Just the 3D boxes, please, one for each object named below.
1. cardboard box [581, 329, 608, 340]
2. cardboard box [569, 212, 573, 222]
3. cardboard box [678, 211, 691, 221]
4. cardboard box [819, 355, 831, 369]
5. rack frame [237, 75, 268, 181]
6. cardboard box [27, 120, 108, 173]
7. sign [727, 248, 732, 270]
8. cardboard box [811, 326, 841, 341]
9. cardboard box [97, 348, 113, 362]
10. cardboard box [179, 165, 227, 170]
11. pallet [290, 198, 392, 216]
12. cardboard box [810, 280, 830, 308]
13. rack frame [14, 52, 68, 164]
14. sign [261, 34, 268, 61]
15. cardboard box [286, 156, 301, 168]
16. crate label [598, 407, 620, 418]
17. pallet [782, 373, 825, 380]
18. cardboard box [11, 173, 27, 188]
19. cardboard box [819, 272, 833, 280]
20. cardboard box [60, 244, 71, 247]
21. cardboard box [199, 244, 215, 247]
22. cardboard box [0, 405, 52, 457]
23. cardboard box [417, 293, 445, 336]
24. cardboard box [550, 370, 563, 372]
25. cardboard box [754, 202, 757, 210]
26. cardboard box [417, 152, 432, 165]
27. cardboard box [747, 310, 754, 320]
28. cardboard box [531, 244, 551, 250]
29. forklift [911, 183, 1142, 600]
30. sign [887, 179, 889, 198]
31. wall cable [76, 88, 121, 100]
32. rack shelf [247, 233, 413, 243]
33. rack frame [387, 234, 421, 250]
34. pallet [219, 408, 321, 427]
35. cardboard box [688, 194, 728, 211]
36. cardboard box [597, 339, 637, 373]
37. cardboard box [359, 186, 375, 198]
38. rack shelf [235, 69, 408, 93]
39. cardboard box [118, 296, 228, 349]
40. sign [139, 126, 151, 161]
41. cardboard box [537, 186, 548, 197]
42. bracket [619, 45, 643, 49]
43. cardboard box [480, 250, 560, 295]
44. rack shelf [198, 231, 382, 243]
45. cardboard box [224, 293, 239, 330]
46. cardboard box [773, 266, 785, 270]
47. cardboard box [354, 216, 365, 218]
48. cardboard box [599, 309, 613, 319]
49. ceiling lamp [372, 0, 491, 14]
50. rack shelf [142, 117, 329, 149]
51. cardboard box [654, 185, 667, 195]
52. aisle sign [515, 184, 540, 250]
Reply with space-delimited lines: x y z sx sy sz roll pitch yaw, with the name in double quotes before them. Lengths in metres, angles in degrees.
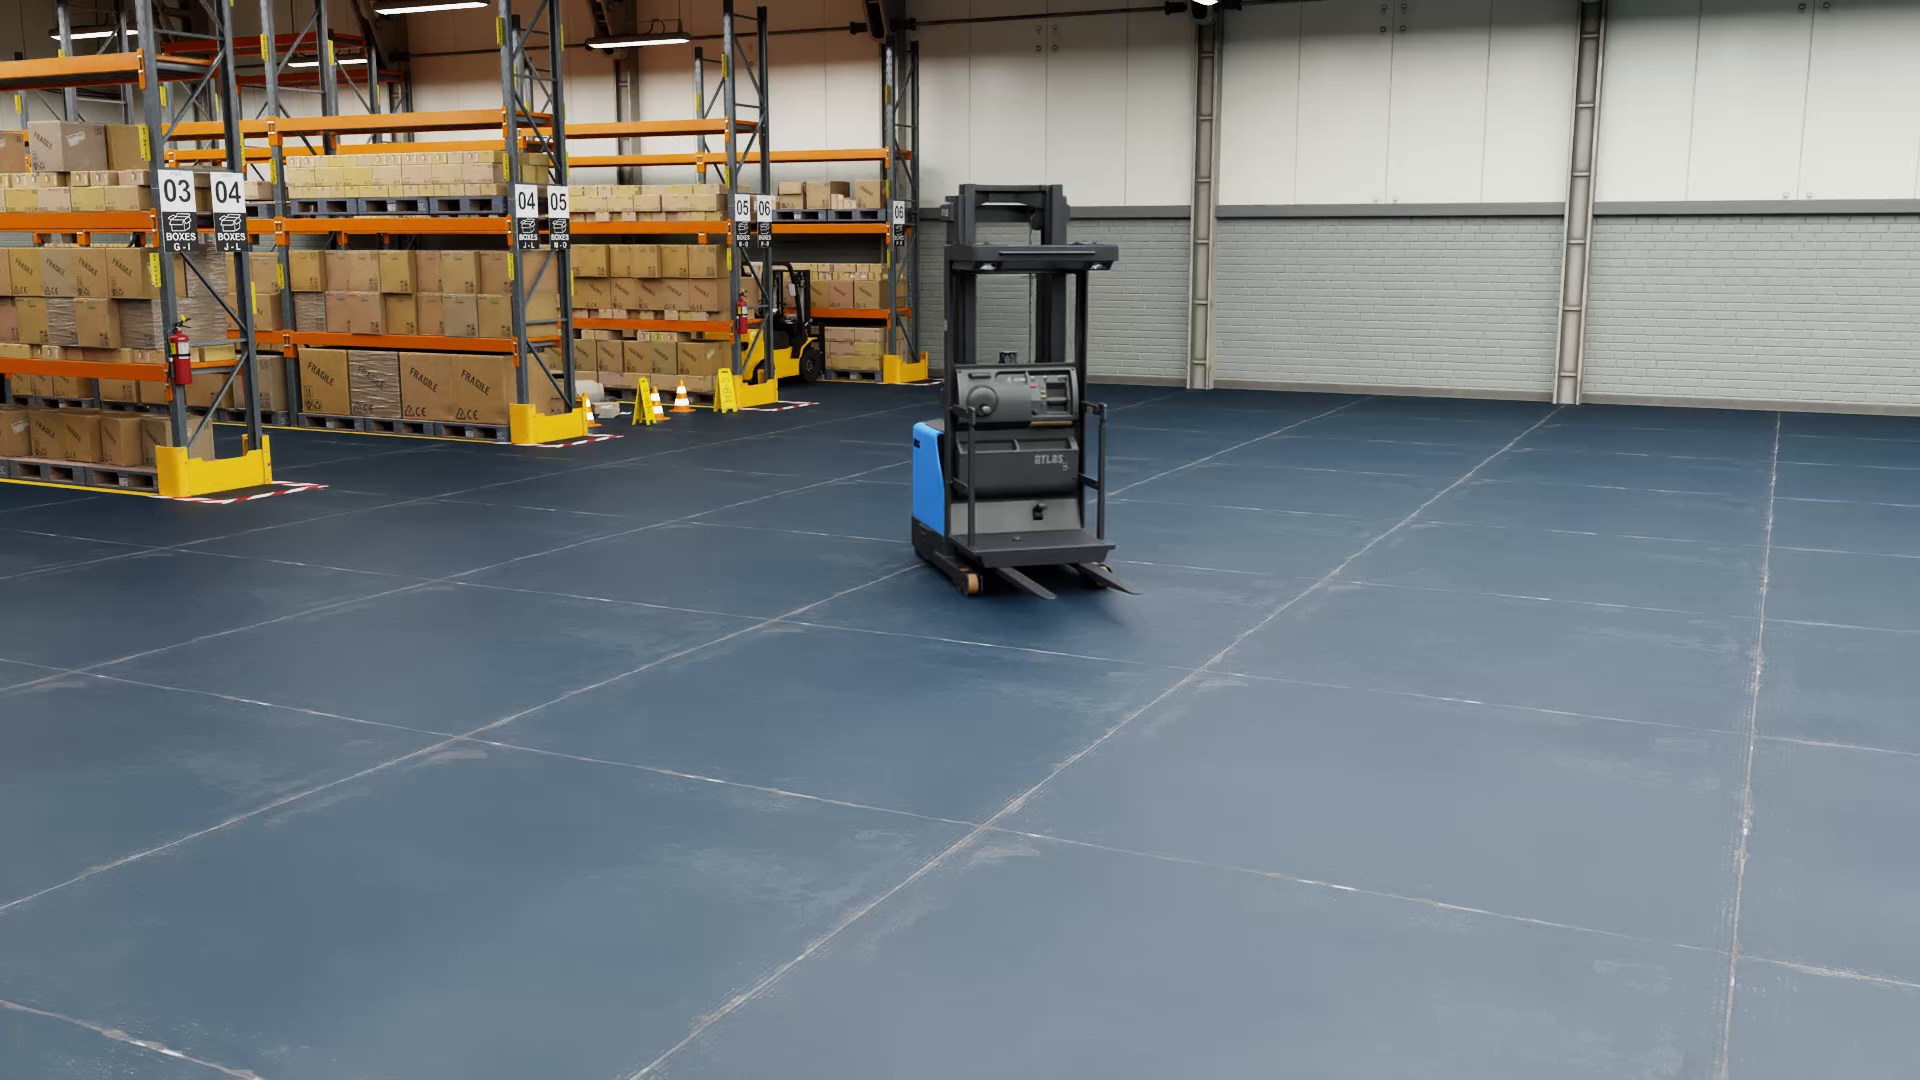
"cardboard box" -5.831 -3.286 26.579 0.250 0.149 0.380 6 12 28
"cardboard box" -6.135 -5.151 26.550 0.250 0.149 0.380 5 11 26
"cardboard box" -4.105 -4.955 25.468 0.250 0.149 0.380 5 12 28
"cardboard box" -2.455 -3.293 30.545 0.500 0.250 0.500 5 11 26
"rack frame" -15.356 -8.584 36.393 0.127 3.000 1.000 5 11 26
"cardboard box" -9.087 -3.995 16.939 0.500 0.500 0.500 5 11 26
"sign" -3.464 -4.217 24.967 0.005 0.325 0.100 5 11 26
"cardboard box" -2.476 -3.781 30.433 0.500 0.250 0.500 5 11 27
"cardboard box" -8.621 -1.915 17.094 0.250 0.149 0.380 5 11 26
"cardboard box" -10.792 -5.099 23.818 0.500 0.500 0.500 5 11 26
"pallet" -8.158 -4.461 22.284 1.213 0.211 1.003 5 11 26
"cardboard box" -2.486 -4.500 30.392 0.500 0.500 0.500 5 11 25
"rack frame" -17.549 -7.791 32.012 0.127 3.000 1.000 5 11 26
"sign" -9.117 -6.458 21.800 0.005 0.325 0.100 5 11 26
"cardboard box" -8.711 -5.013 22.088 0.250 0.149 0.380 5 11 26
"crate label" -5.076 -1.846 24.043 0.298 0.136 0.250 -1 10 -4
"pallet" -2.802 -3.149 31.038 1.213 0.211 1.003 5 11 26
"cardboard box" -9.585 -3.723 17.257 0.250 0.149 0.380 5 12 27
"cardboard box" -2.368 -4.803 30.243 0.250 0.149 0.380 5 11 24
"cardboard box" -16.904 -5.579 31.726 0.250 0.149 0.380 5 12 28
"cardboard box" -14.130 -5.451 31.015 0.250 0.149 0.380 5 11 25
"cardboard box" -10.315 -1.206 18.309 0.500 0.500 0.500 10 14 44
"cardboard box" -6.603 -2.980 21.850 0.550 0.550 0.875 5 11 26
"cardboard box" -6.378 -2.658 27.033 0.500 0.250 0.500 4 11 23
"cardboard box" -3.637 -6.150 30.614 0.250 0.149 0.380 5 12 28
"cardboard box" -6.662 -4.833 21.095 0.250 0.149 0.380 5 11 26
"cardboard box" -3.414 -3.515 25.932 0.250 0.149 0.380 5 11 26
"cardboard box" -6.489 -4.512 26.814 0.500 0.500 0.700 5 11 25
"forklift" 0.486 -1.116 12.164 1.130 2.935 3.031 -3 11 -15
"sign" -1.260 -6.159 29.150 0.005 0.325 0.100 5 11 26
"wall cable" -19.851 -11.970 39.485 0.133 3.039 2.988 5 11 26
"rack shelf" -13.563 -6.597 35.854 4.000 0.370 1.077 5 11 26
"rack frame" -11.769 -5.317 35.186 0.127 3.000 1.000 5 11 26
"pallet" -9.613 -1.772 23.427 1.213 0.211 1.003 5 11 26
"cardboard box" -3.779 -5.124 25.284 0.500 0.250 0.500 5 11 25
"cardboard box" -5.429 -2.945 26.517 0.500 0.500 0.500 6 12 29
"cardboard box" -7.568 -4.520 21.607 0.250 0.149 0.380 5 11 26
"rack shelf" -13.563 -9.708 35.291 4.000 0.370 1.077 5 11 26
"cardboard box" -8.067 -2.239 17.063 0.500 0.500 0.875 5 11 26
"sign" -7.849 -3.820 16.007 0.005 0.325 0.100 5 11 26
"cardboard box" -5.466 -4.466 21.308 0.250 0.149 0.380 5 11 26
"bracket" -6.399 -9.677 32.323 0.430 0.232 0.235 5 11 26
"cardboard box" -5.616 -3.420 21.254 0.550 0.550 0.875 5 11 26
"rack shelf" -12.168 -5.488 29.730 4.000 0.370 1.077 5 11 26
"cardboard box" -9.927 -3.183 23.111 0.500 0.500 0.500 5 11 25
"cardboard box" -3.250 -5.040 30.718 0.250 0.149 0.380 5 11 26
"cardboard box" -10.168 -5.509 28.531 0.250 0.149 0.380 5 11 26
"cardboard box" -5.504 -3.592 26.358 0.250 0.149 0.380 5 11 26
"ceiling lamp" -7.633 -9.359 24.281 2.000 3.185 0.800 5 11 26
"rack shelf" -10.681 -5.654 23.345 4.000 0.370 1.077 5 11 26
"cardboard box" -4.507 -5.395 25.660 0.250 0.149 0.380 5 11 26
"aisle sign" -5.369 -4.006 20.640 0.004 0.787 0.394 5 11 26
